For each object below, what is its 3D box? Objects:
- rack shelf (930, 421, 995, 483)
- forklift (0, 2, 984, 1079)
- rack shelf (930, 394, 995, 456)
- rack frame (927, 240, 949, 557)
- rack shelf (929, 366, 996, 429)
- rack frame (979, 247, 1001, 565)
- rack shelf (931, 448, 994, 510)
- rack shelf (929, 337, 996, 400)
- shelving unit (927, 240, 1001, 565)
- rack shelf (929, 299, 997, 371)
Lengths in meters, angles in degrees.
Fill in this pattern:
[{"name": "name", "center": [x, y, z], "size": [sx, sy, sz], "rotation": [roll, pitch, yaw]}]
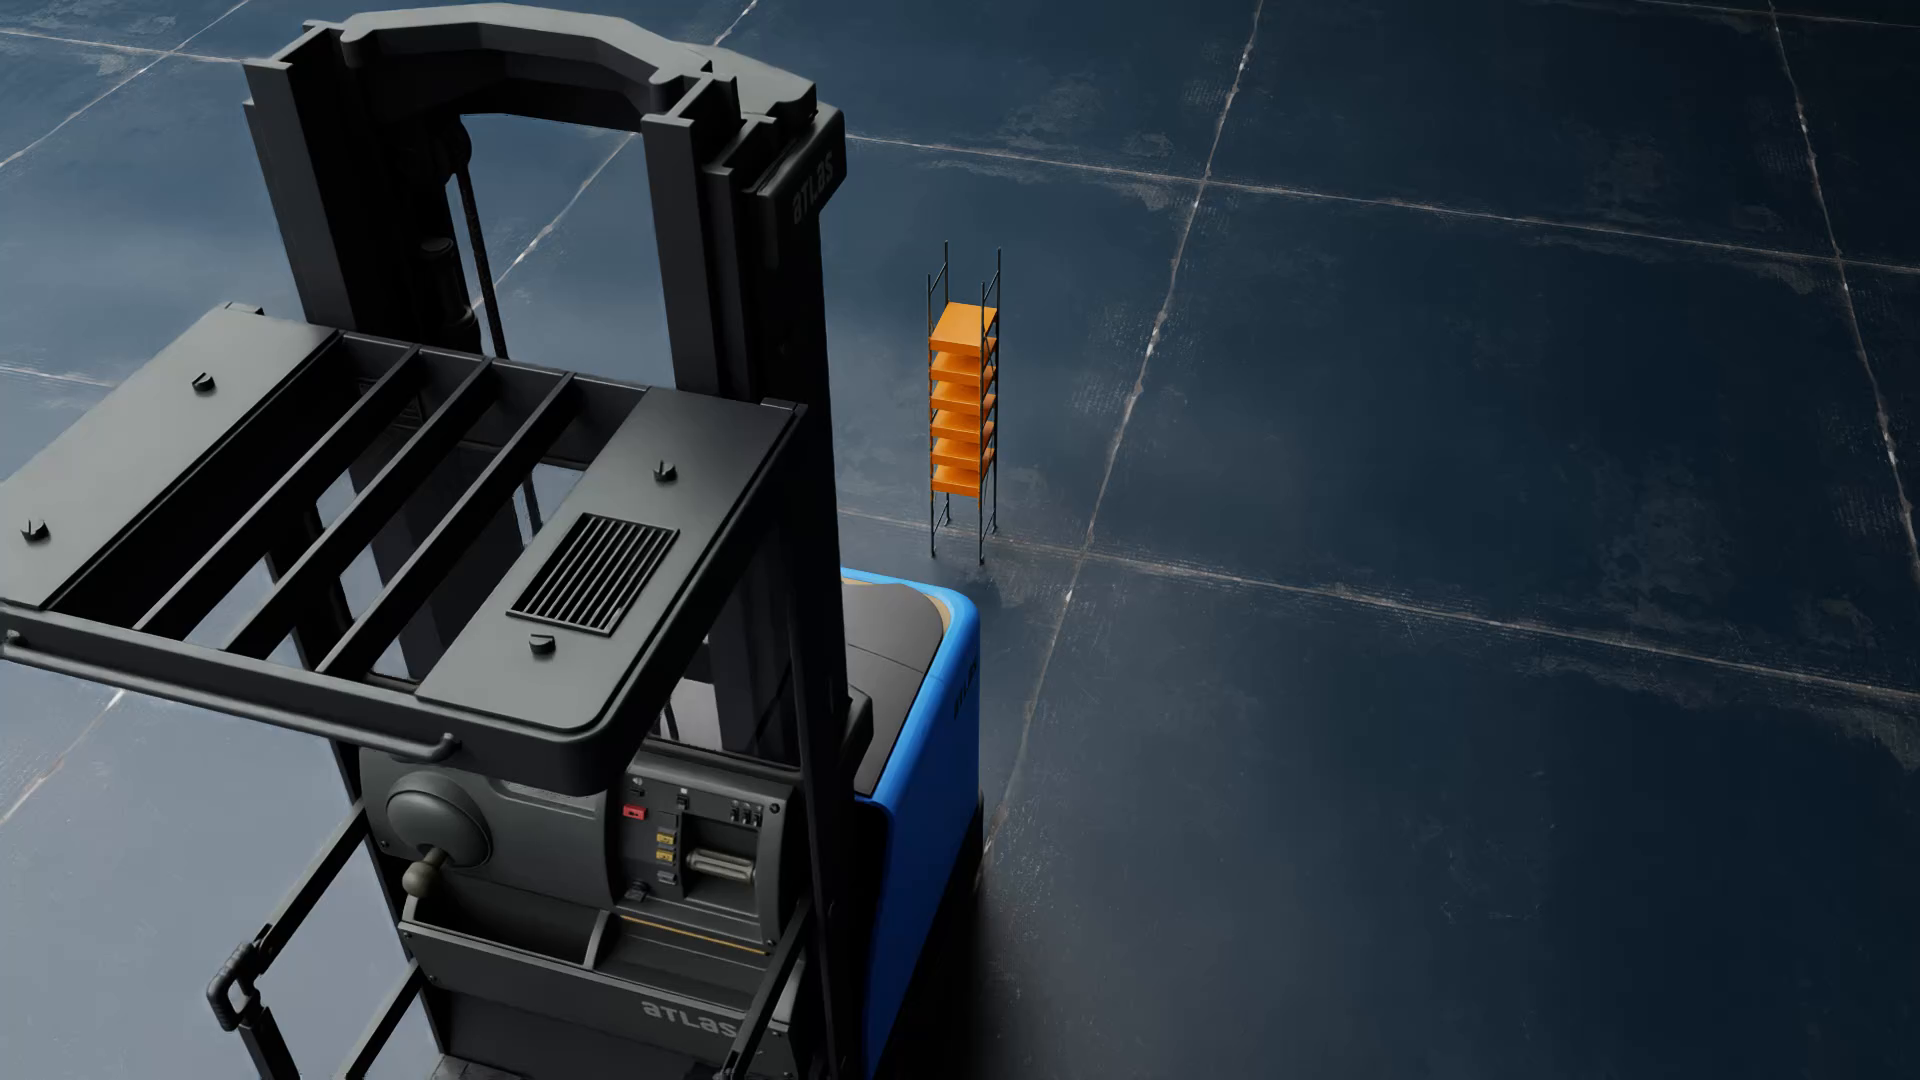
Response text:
[{"name": "rack shelf", "center": [0.014, -0.331, 5.967], "size": [0.180, 0.103, 0.258], "rotation": [10, 41, 11]}, {"name": "forklift", "center": [-0.844, 0.660, 3.185], "size": [1.130, 2.935, 3.031], "rotation": [11, 41, 13]}, {"name": "rack shelf", "center": [0.014, -0.423, 5.890], "size": [0.180, 0.103, 0.258], "rotation": [10, 41, 11]}, {"name": "rack frame", "center": [-0.074, -0.472, 5.879], "size": [0.006, 1.200, 0.240], "rotation": [10, 41, 11]}, {"name": "rack shelf", "center": [0.014, -0.515, 5.813], "size": [0.180, 0.103, 0.258], "rotation": [10, 41, 11]}, {"name": "rack frame", "center": [0.102, -0.442, 5.843], "size": [0.006, 1.200, 0.240], "rotation": [10, 41, 11]}, {"name": "rack shelf", "center": [0.014, -0.239, 6.044], "size": [0.180, 0.103, 0.258], "rotation": [10, 41, 11]}, {"name": "rack shelf", "center": [0.014, -0.607, 5.735], "size": [0.180, 0.103, 0.258], "rotation": [10, 41, 11]}, {"name": "shelving unit", "center": [0.014, -0.457, 5.861], "size": [0.189, 1.200, 0.258], "rotation": [10, 41, 11]}, {"name": "rack shelf", "center": [0.014, -0.699, 5.658], "size": [0.180, 0.103, 0.258], "rotation": [10, 41, 11]}]
